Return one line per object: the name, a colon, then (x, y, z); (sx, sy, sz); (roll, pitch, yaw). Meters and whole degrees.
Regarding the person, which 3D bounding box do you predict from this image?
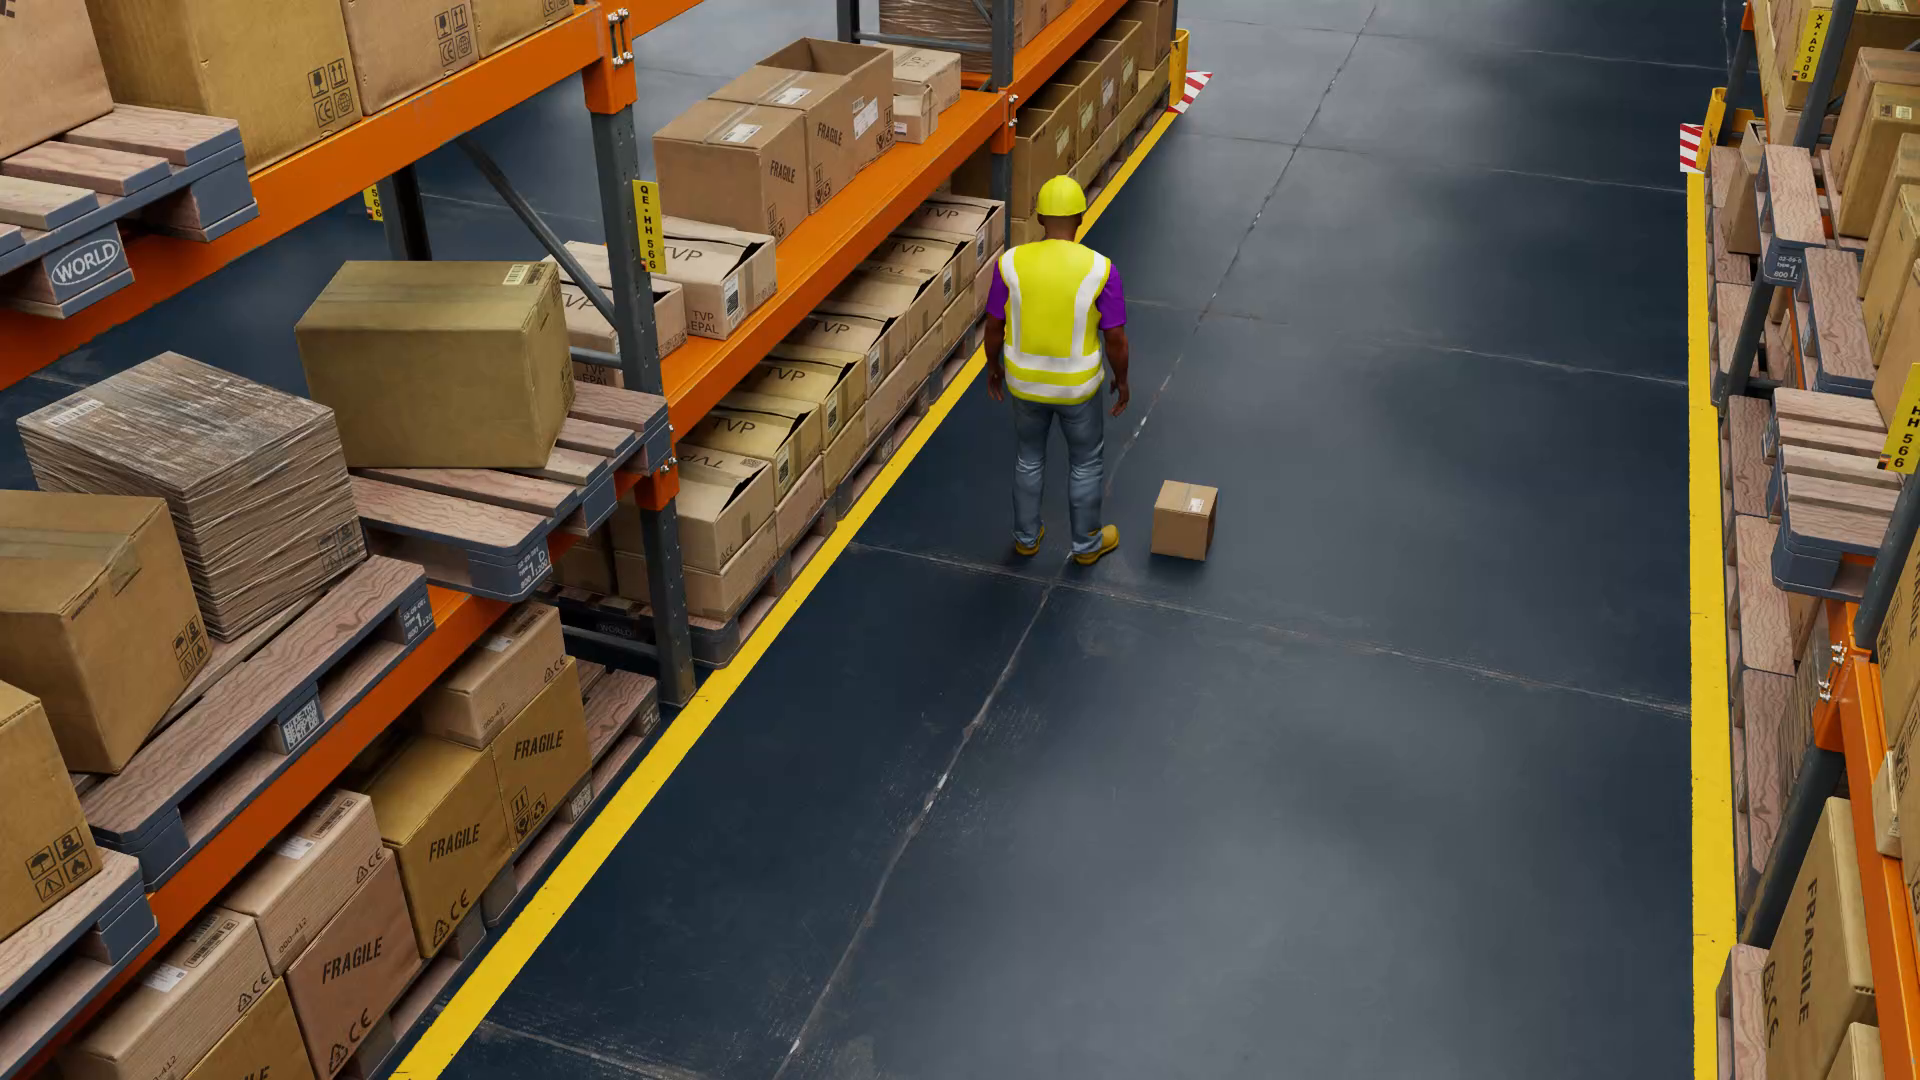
person: (0.421, -0.710, 7.217); (0.635, 1.757, 0.455); (9, 34, 14)
